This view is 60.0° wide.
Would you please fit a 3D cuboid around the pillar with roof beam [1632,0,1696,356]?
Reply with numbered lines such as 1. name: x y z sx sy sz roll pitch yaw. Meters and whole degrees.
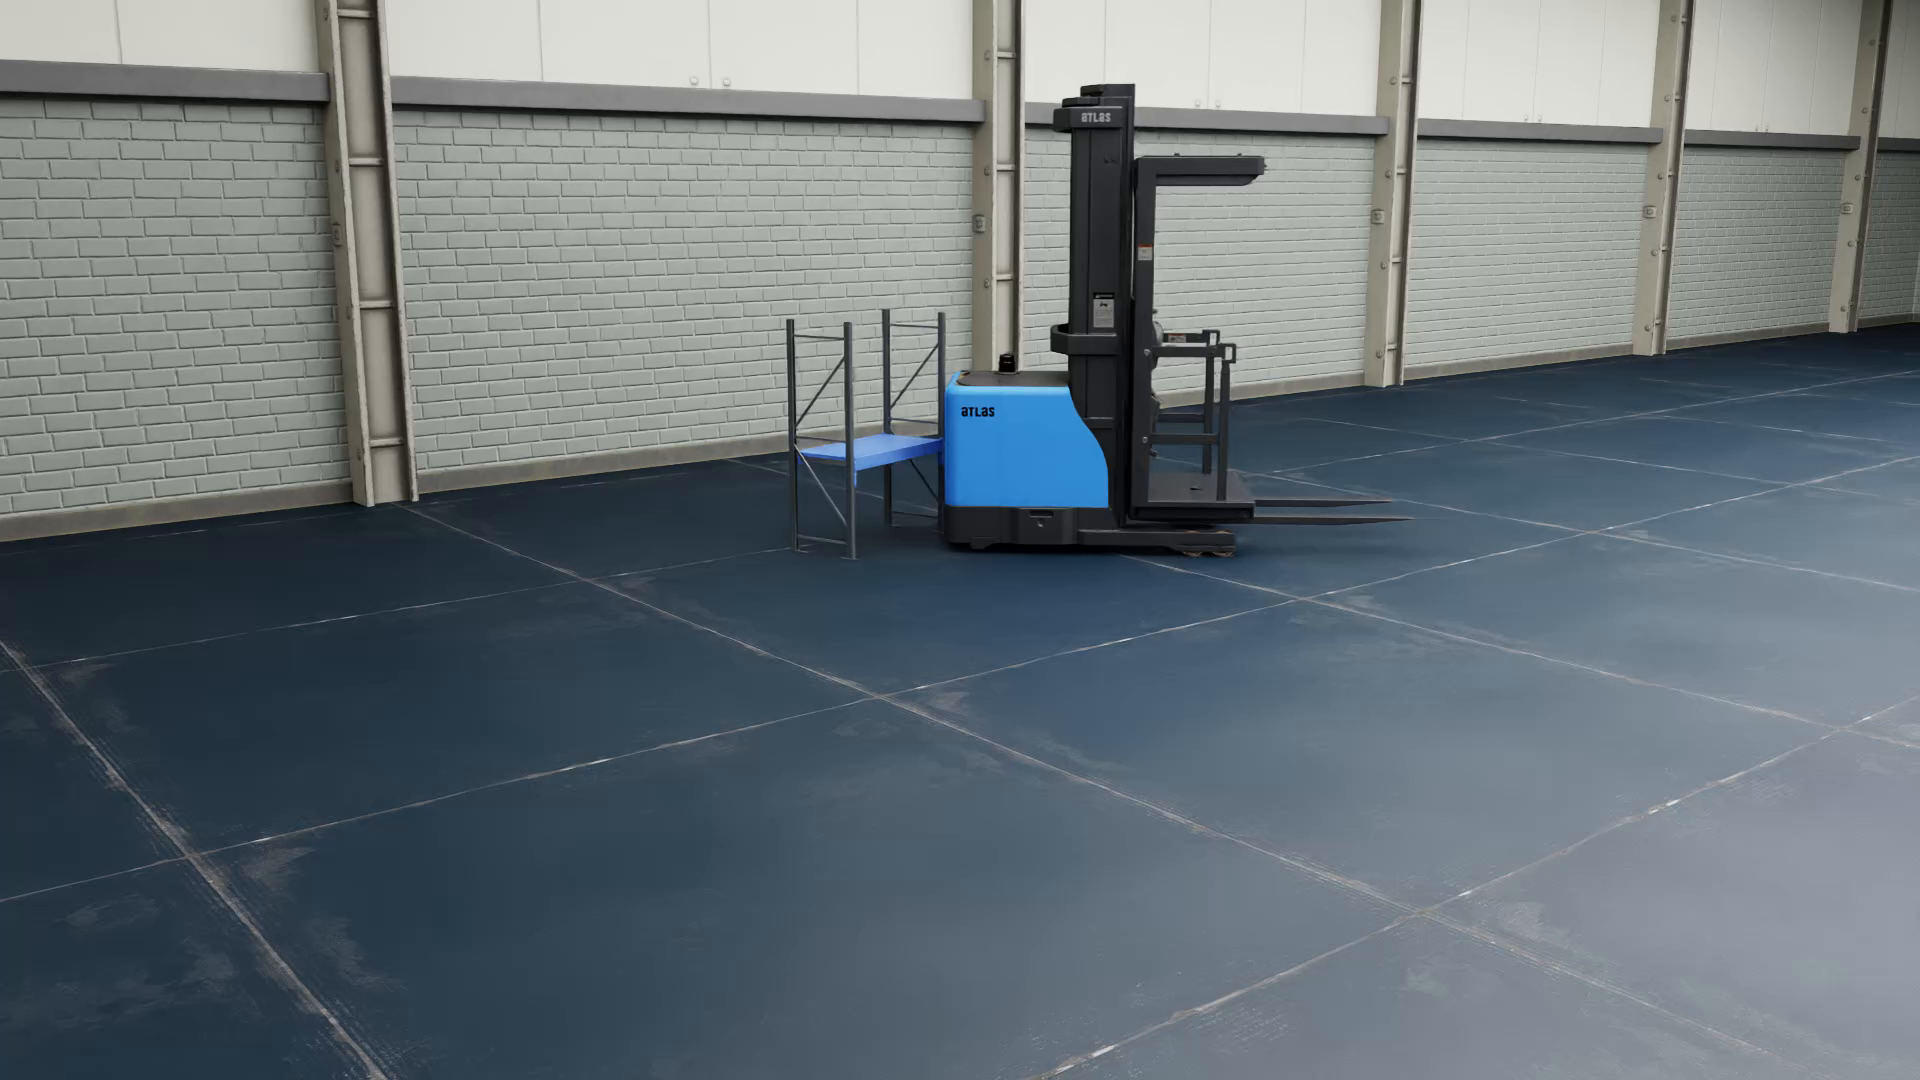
1. pillar with roof beam: 12.421 -6.335 19.300 0.400 9.000 9.100 -9 15 -38

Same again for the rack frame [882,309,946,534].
1. rack frame: -0.312 -0.807 11.317 0.500 1.500 0.032 8 14 33

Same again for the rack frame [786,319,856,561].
1. rack frame: -0.878 -0.631 10.491 0.500 1.500 0.032 8 14 33

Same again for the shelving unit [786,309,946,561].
1. shelving unit: -0.595 -0.719 10.904 0.538 1.500 1.048 8 14 33

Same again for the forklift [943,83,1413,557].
1. forklift: 1.424 -1.439 10.849 3.031 2.935 1.130 1 12 3

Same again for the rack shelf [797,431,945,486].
1. rack shelf: -0.595 -0.543 10.941 0.538 0.185 1.000 8 14 33

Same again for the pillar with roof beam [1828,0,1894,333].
1. pillar with roof beam: 17.106 -7.114 22.967 0.400 9.000 9.100 -9 15 -38

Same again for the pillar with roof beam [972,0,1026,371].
1. pillar with roof beam: 3.051 -4.778 11.967 0.400 9.000 9.100 -9 15 -38

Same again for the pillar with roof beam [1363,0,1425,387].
1. pillar with roof beam: 7.736 -5.557 15.634 0.400 9.000 9.100 -9 15 -38

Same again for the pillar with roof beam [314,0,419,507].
1. pillar with roof beam: -1.634 -4.000 8.301 0.400 9.000 9.100 -9 15 -38
